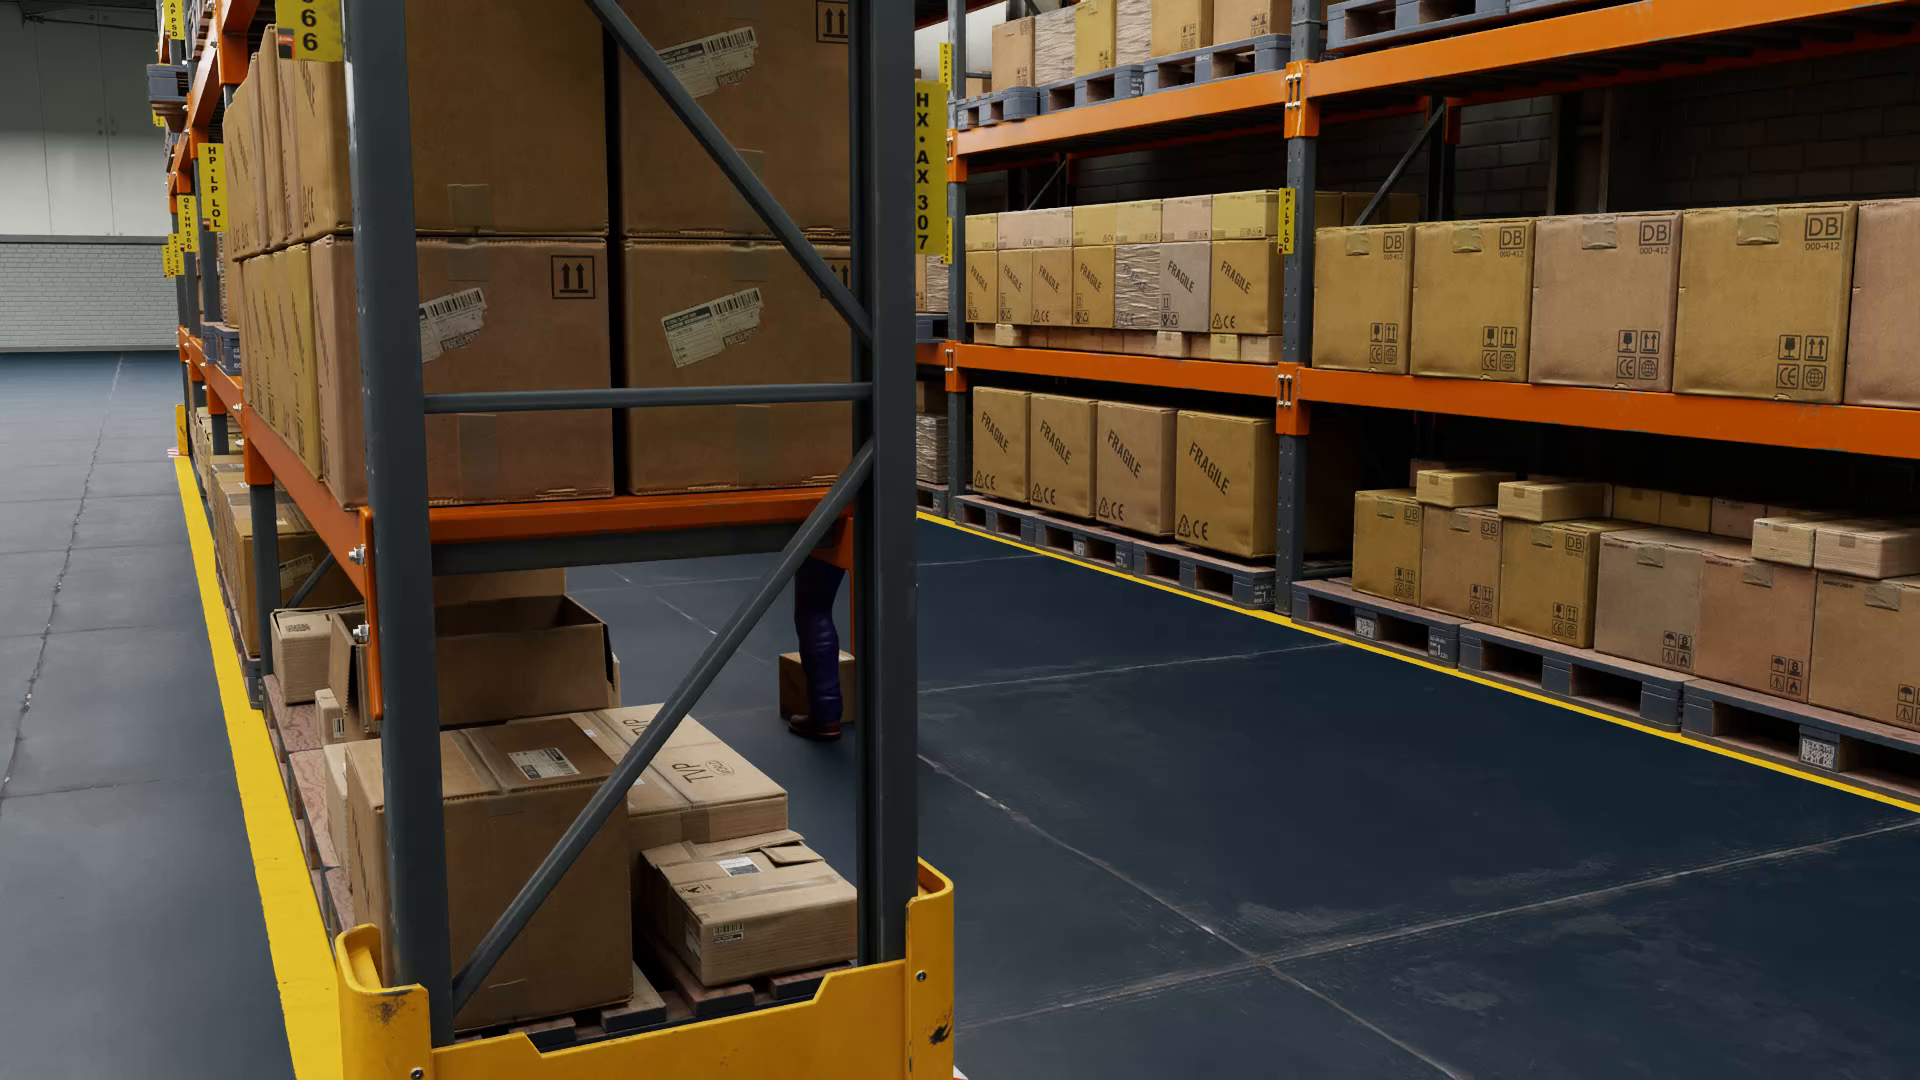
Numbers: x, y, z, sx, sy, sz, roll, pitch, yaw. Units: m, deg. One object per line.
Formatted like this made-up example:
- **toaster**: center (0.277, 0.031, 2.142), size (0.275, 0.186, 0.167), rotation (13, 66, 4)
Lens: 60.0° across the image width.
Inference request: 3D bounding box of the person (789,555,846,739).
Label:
- **person**: center (-0.426, -0.072, 6.353), size (0.557, 1.650, 0.372), rotation (-5, 10, -29)
